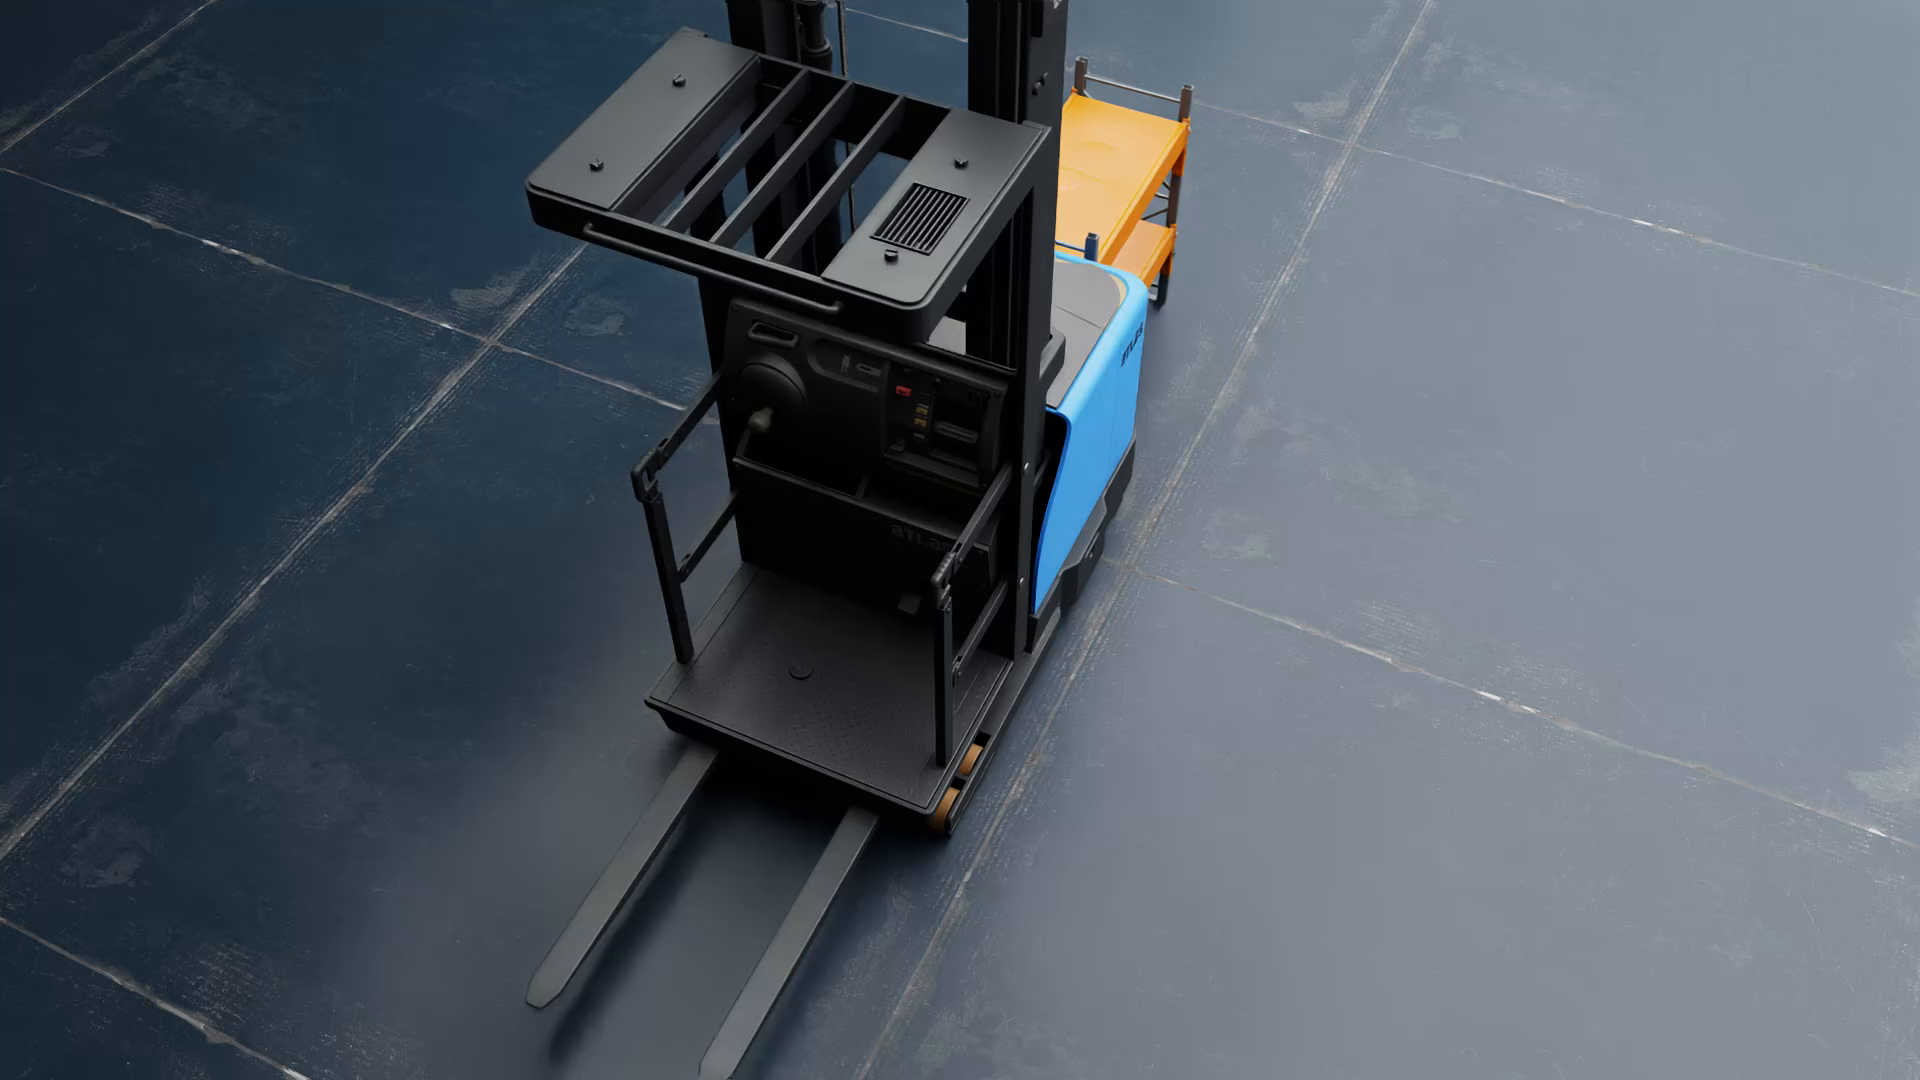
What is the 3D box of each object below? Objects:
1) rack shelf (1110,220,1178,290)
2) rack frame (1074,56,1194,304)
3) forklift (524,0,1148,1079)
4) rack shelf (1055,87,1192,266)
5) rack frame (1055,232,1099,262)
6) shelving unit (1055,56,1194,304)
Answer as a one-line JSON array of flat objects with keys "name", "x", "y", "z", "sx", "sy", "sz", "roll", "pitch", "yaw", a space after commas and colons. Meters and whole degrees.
[{"name": "rack shelf", "x": 0.487, "y": -1.005, "z": 7.003, "sx": 0.538, "sy": 0.278, "sz": 1.000, "roll": 19, "pitch": 52, "yaw": 16}, {"name": "rack frame", "x": 0.701, "y": -1.514, "z": 7.115, "sx": 0.500, "sy": 1.125, "sz": 0.032, "roll": 19, "pitch": 52, "yaw": 16}, {"name": "forklift", "x": -0.388, "y": -0.334, "z": 4.925, "sx": 1.130, "sy": 2.935, "sz": 3.031, "roll": 19, "pitch": 52, "yaw": 16}, {"name": "rack shelf", "x": 0.487, "y": -1.353, "z": 6.593, "sx": 0.538, "sy": 0.278, "sz": 1.000, "roll": 19, "pitch": 52, "yaw": 16}, {"name": "rack frame", "x": 0.273, "y": -0.812, "z": 6.518, "sx": 0.500, "sy": 1.125, "sz": 0.032, "roll": 19, "pitch": 52, "yaw": 16}, {"name": "shelving unit", "x": 0.487, "y": -1.163, "z": 6.816, "sx": 0.538, "sy": 1.125, "sz": 1.048, "roll": 19, "pitch": 52, "yaw": 16}]
